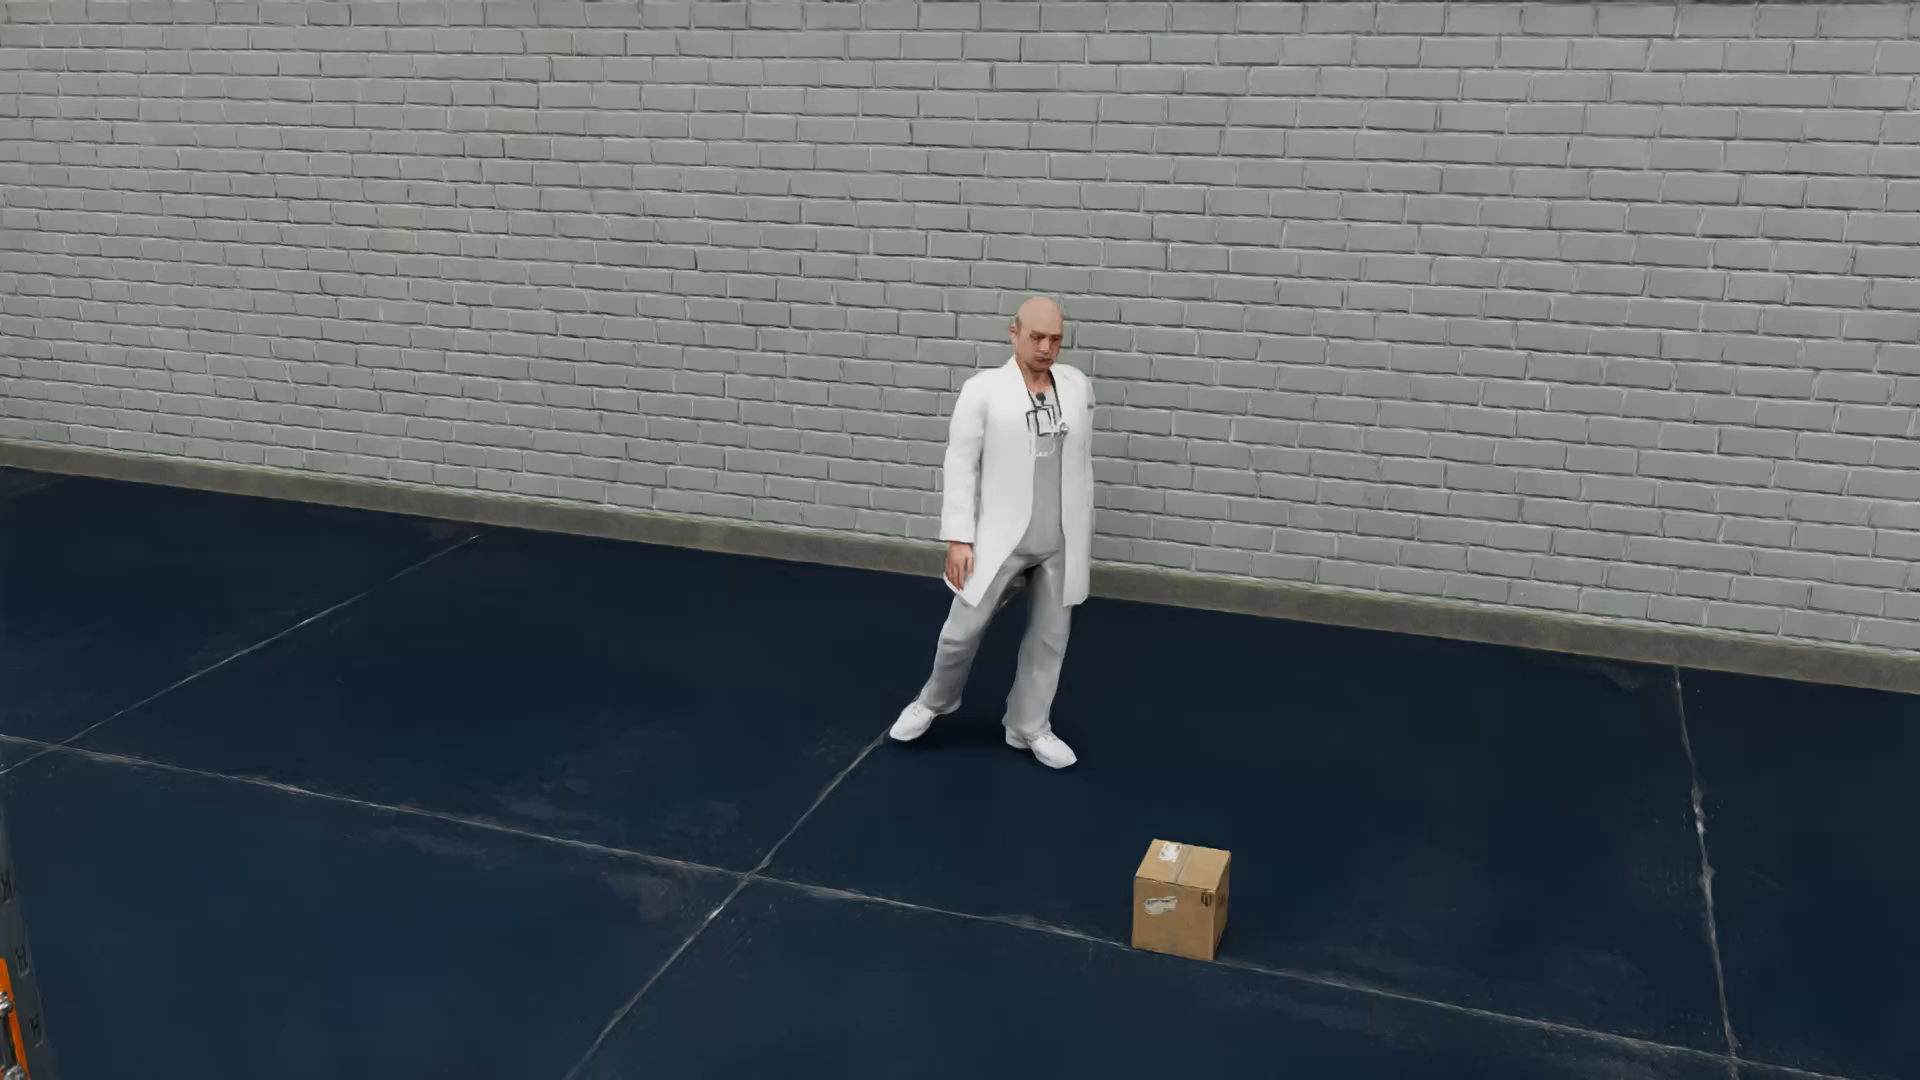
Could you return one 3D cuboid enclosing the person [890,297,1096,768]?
[{"bbox_3d":[0.131,-0.025,6.152,0.788,1.769,0.550,-5,19,-15],"label":"person"}]
